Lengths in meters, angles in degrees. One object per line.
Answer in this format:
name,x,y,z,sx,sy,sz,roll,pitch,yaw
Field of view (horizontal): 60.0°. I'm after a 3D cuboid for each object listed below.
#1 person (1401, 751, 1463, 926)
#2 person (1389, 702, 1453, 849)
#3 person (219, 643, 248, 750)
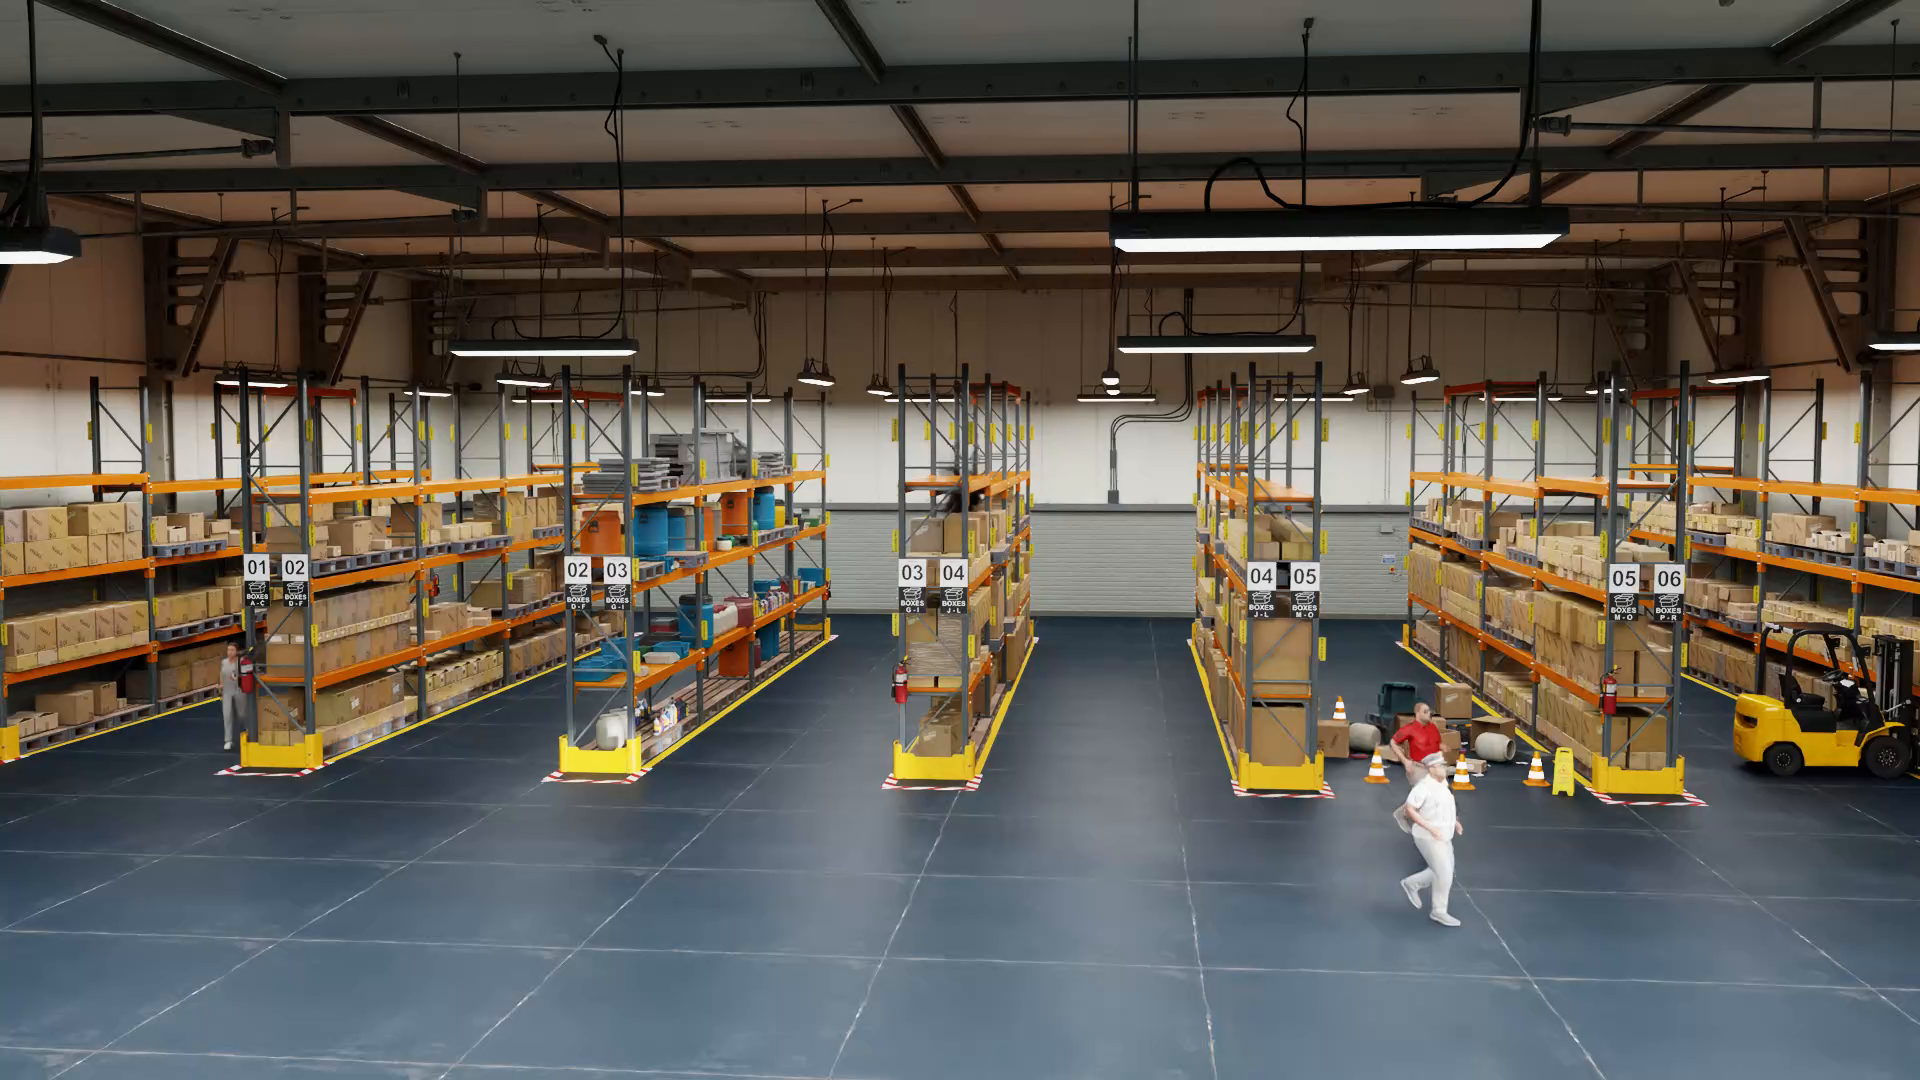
person,4.823,3.033,17.093,0.710,1.769,0.672,3,5,41
person,5.614,2.825,20.203,0.667,1.707,0.990,-3,5,-36
person,-11.529,2.447,26.439,0.565,1.652,0.901,0,4,-2
